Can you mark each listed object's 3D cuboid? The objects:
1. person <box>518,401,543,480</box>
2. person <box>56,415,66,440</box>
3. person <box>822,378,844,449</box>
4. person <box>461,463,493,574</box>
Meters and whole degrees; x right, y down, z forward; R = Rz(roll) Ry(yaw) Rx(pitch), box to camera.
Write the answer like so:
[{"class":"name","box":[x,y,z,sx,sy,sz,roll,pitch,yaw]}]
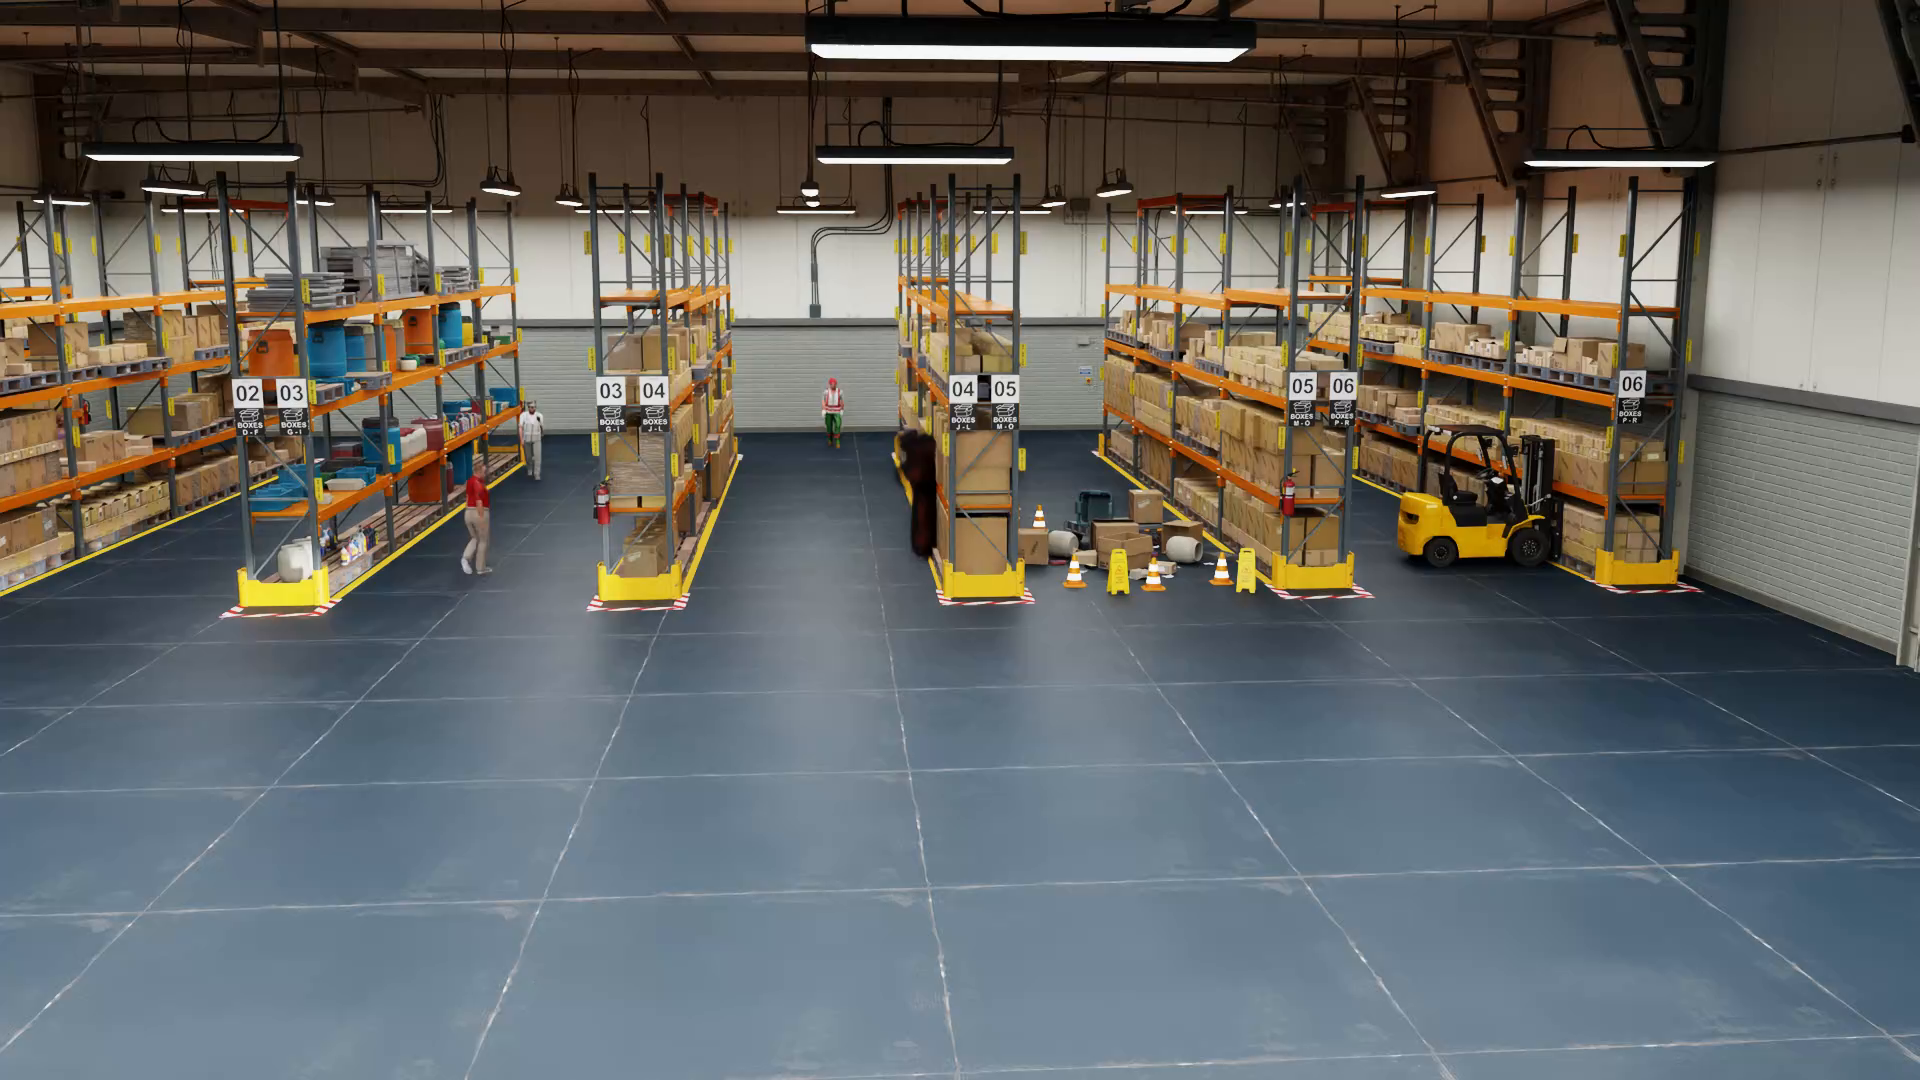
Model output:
[{"class":"person","box":[-9.298,-2.178,36.070,0.524,1.712,0.995,-2,10,-11]},{"class":"person","box":[-18.624,-1.830,34.531,0.448,1.554,0.637,-2,10,-11]},{"class":"person","box":[-3.179,-3.183,41.602,0.564,1.741,0.975,-1,10,-6]},{"class":"person","box":[-7.453,-0.328,25.550,0.522,1.730,0.501,6,11,29]}]
